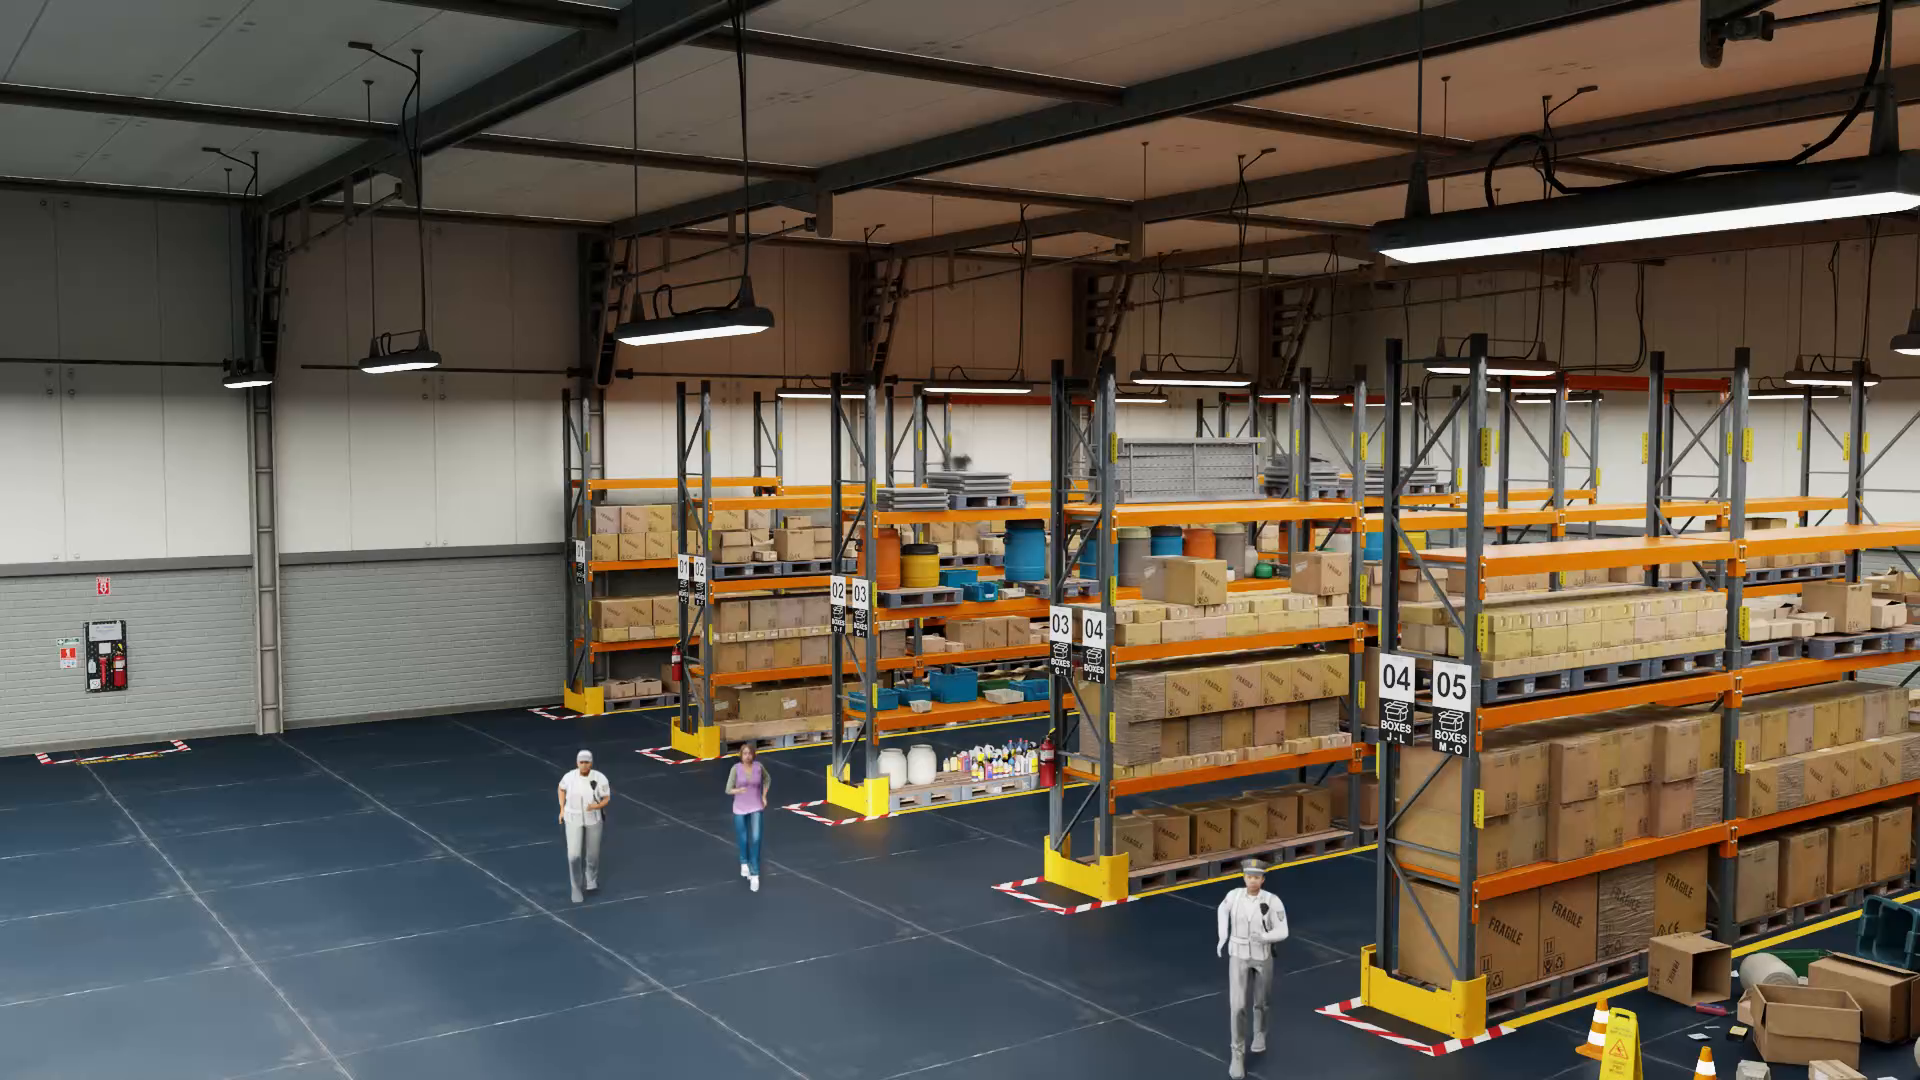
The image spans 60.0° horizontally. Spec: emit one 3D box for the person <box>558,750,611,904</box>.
[{"bbox_3d":[-4.154,3.162,18.406,0.570,1.705,0.783,-1,4,-13],"label":"person"}]

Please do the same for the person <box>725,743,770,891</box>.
[{"bbox_3d":[-2.421,3.130,19.018,0.517,1.631,0.703,0,4,-8],"label":"person"}]

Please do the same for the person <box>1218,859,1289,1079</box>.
[{"bbox_3d":[2.381,3.442,13.558,0.584,1.738,0.734,1,4,12],"label":"person"}]
